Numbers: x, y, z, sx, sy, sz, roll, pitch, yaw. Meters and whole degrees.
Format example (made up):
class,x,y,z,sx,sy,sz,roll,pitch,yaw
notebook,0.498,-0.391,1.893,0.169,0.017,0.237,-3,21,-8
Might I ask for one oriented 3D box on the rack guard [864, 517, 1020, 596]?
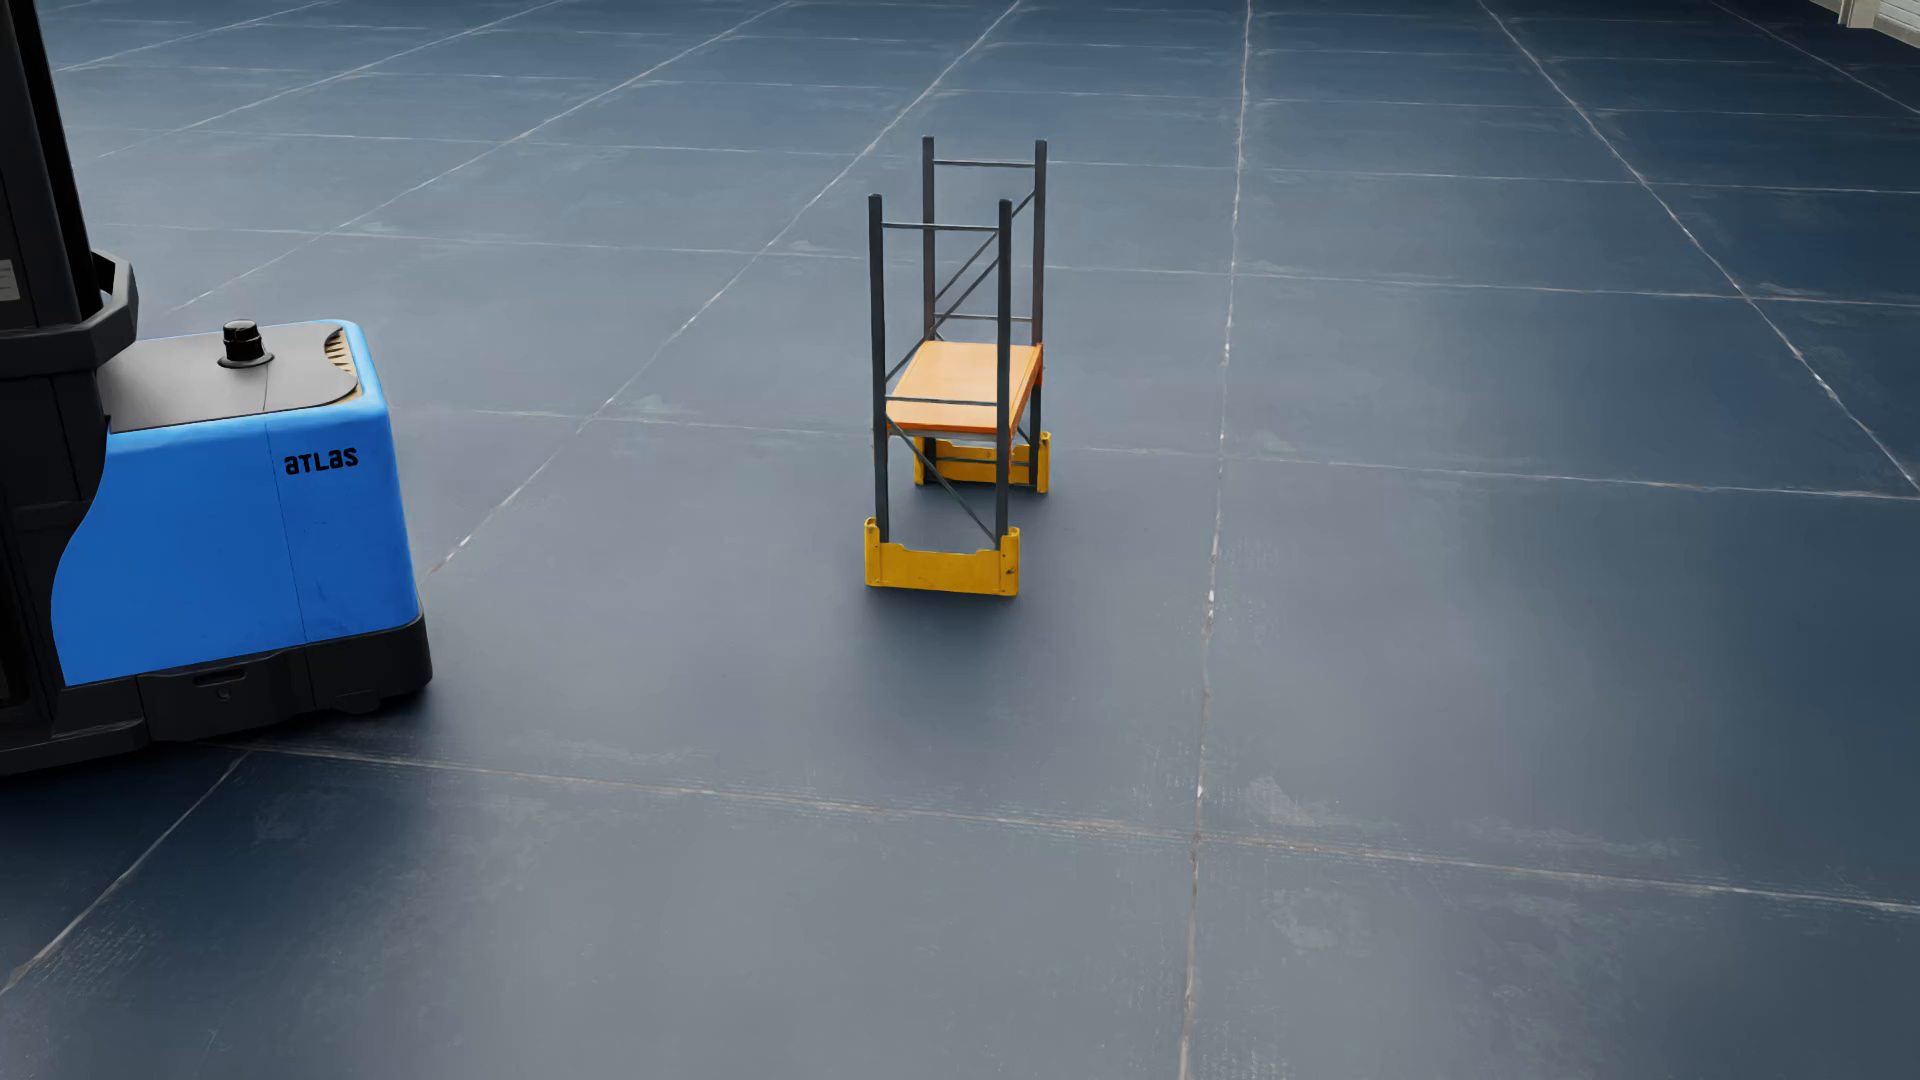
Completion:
class,x,y,z,sx,sy,sz,roll,pitch,yaw
rack guard,-0.069,0.063,6.320,0.587,0.250,0.087,4,25,9

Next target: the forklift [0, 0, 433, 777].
class,x,y,z,sx,sy,sz,roll,pitch,yaw
forklift,-3.338,-0.723,4.836,3.031,2.935,1.130,-10,27,-21

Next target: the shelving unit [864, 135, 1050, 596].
class,x,y,z,sx,sy,sz,roll,pitch,yaw
shelving unit,0.012,-0.711,6.500,0.587,1.500,1.083,4,25,9

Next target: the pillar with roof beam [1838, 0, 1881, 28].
class,x,y,z,sx,sy,sz,roll,pitch,yaw
pillar with roof beam,6.478,-10.528,18.628,9.100,9.000,0.400,4,25,9

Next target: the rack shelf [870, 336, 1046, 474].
class,x,y,z,sx,sy,sz,roll,pitch,yaw
rack shelf,0.014,-0.552,6.585,0.538,0.185,1.000,4,25,9

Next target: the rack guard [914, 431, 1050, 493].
class,x,y,z,sx,sy,sz,roll,pitch,yaw
rack guard,0.094,-0.353,7.210,0.587,0.250,0.087,4,25,9

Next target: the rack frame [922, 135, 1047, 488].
class,x,y,z,sx,sy,sz,roll,pitch,yaw
rack frame,0.097,-0.928,6.962,0.500,1.500,0.032,4,25,9

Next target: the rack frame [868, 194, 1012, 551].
class,x,y,z,sx,sy,sz,roll,pitch,yaw
rack frame,-0.069,-0.502,6.054,0.500,1.500,0.032,4,25,9
